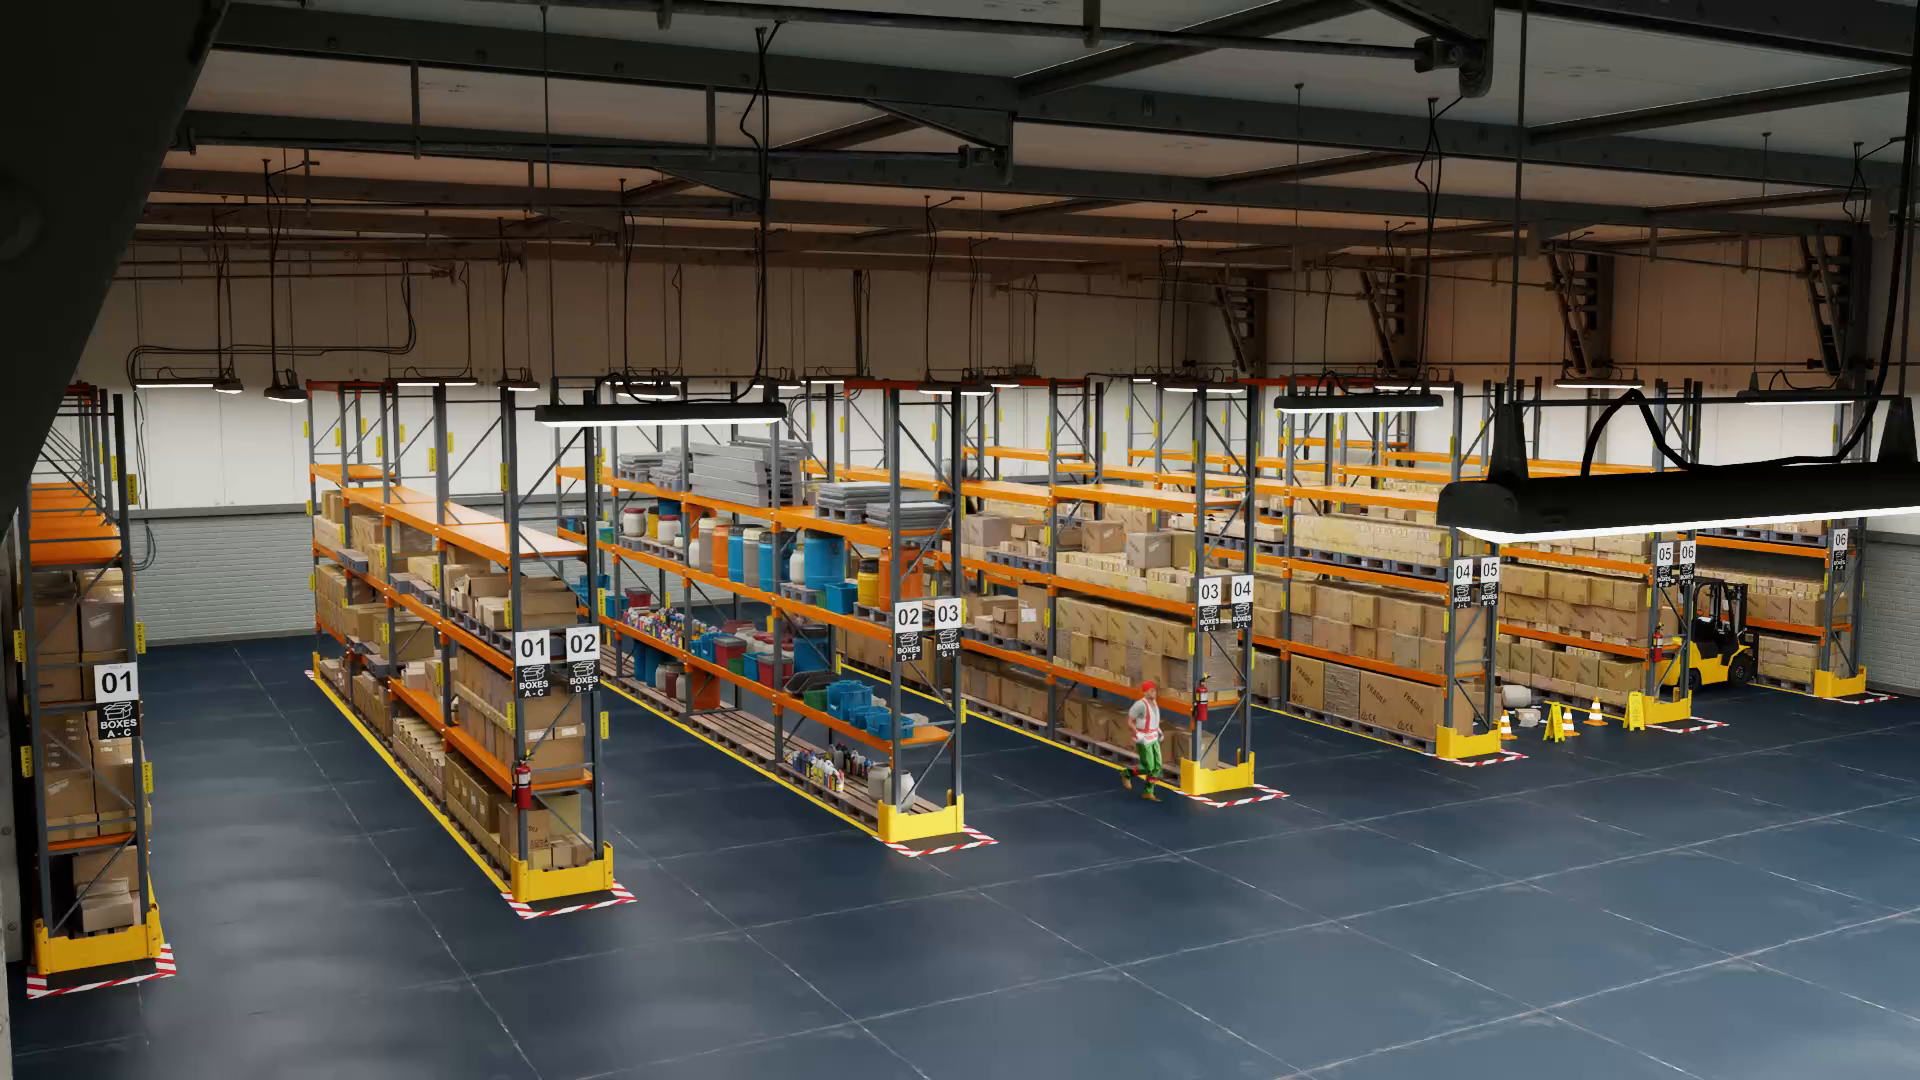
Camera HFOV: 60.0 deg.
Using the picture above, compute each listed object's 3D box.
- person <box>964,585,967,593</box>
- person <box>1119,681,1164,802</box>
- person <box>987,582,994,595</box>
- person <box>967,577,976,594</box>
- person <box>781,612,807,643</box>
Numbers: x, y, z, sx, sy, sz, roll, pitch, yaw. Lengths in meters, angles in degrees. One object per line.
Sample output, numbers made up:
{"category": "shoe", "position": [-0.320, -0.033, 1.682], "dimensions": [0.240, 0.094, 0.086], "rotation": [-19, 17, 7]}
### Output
{"category": "person", "position": [-0.115, 1.468, 38.321], "dimensions": [0.615, 1.642, 0.838], "rotation": [-3, 7, -23]}
{"category": "person", "position": [2.667, 2.911, 24.175], "dimensions": [0.548, 1.776, 0.700], "rotation": [5, 8, 40]}
{"category": "person", "position": [0.685, 1.001, 42.392], "dimensions": [0.566, 1.642, 0.737], "rotation": [1, 6, 13]}
{"category": "person", "position": [0.167, 0.988, 42.181], "dimensions": [0.815, 1.804, 0.707], "rotation": [-3, 7, -25]}
{"category": "person", "position": [-3.101, 2.035, 31.967], "dimensions": [0.703, 1.668, 0.651], "rotation": [-5, 8, -39]}
